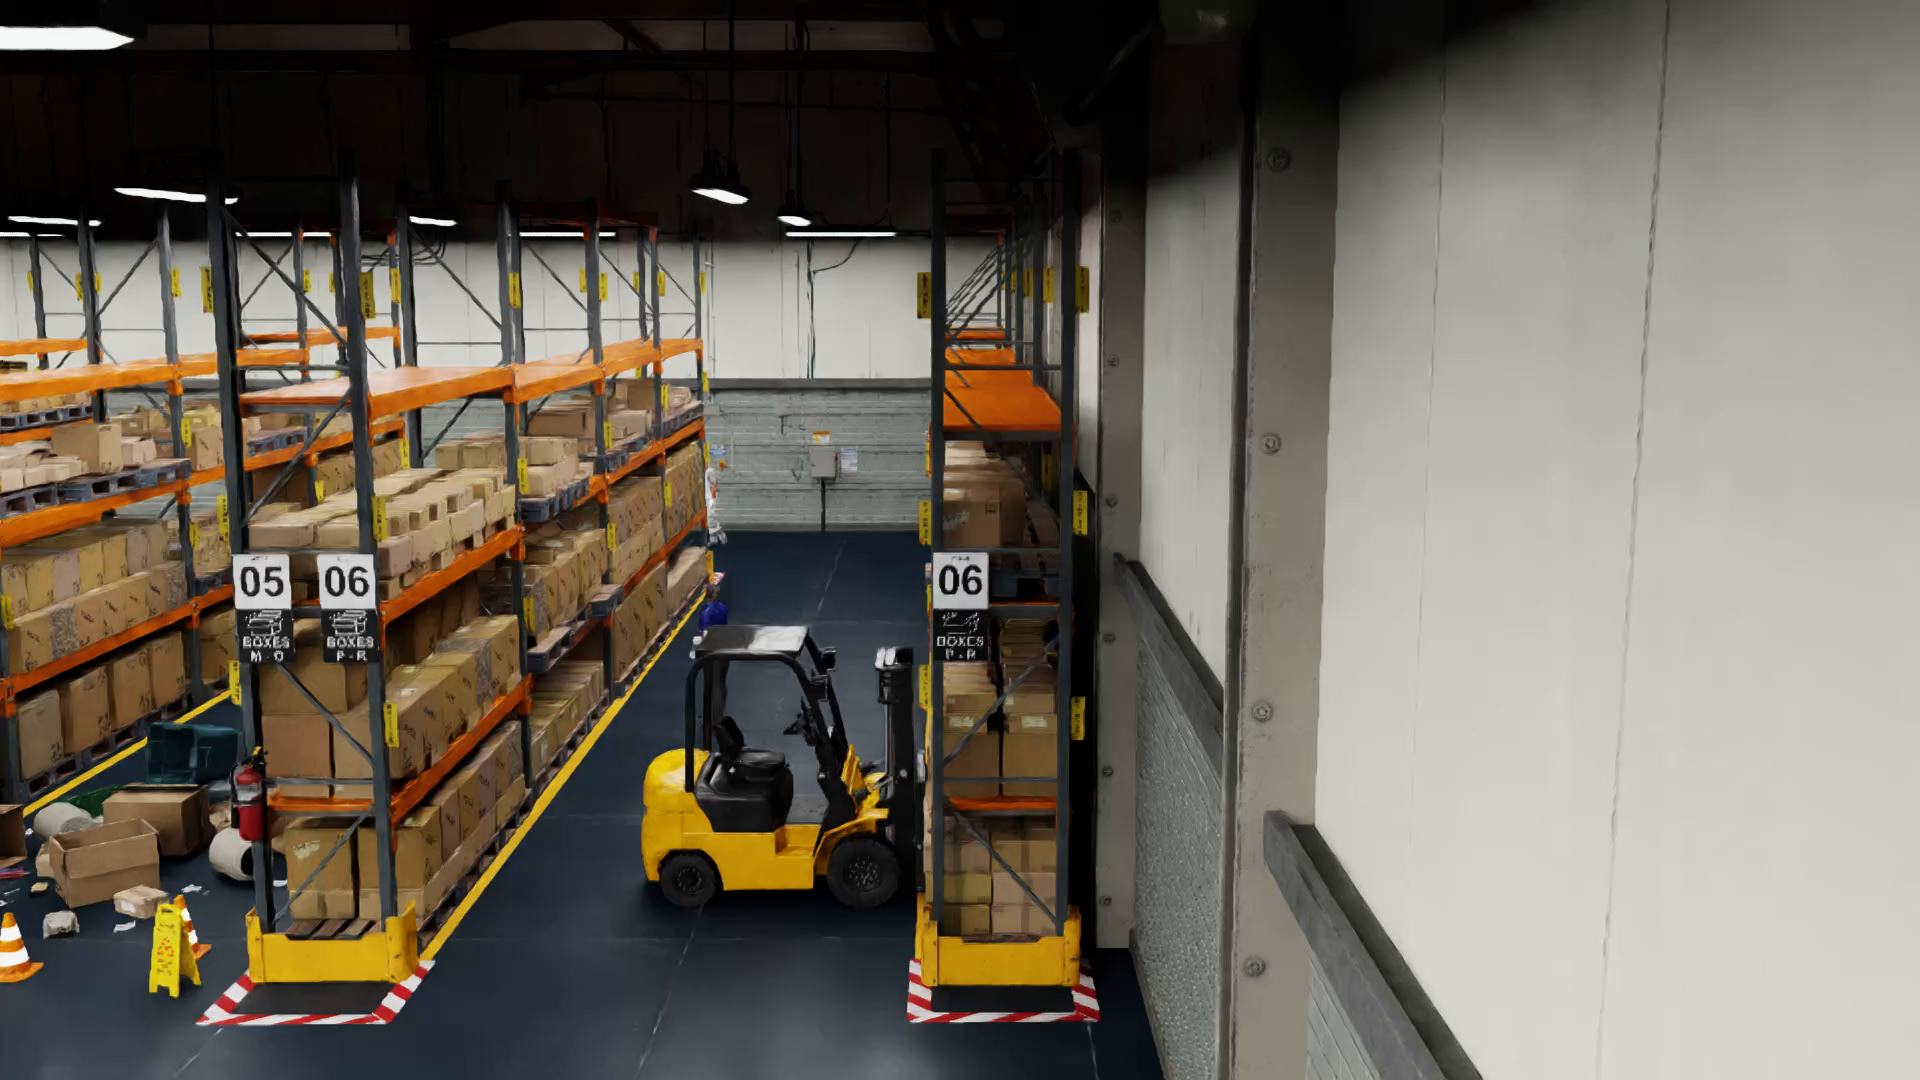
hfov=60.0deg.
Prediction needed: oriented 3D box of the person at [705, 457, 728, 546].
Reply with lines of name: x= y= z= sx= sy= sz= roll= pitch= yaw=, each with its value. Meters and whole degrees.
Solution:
person: x=-4.711 y=-0.768 z=31.571 sx=0.459 sy=1.779 sz=0.702 roll=-6 pitch=11 yaw=-35

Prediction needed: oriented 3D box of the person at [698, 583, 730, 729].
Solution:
person: x=-2.849 y=1.305 z=19.059 sx=0.467 sy=1.661 sz=0.497 roll=5 pitch=10 yaw=29
